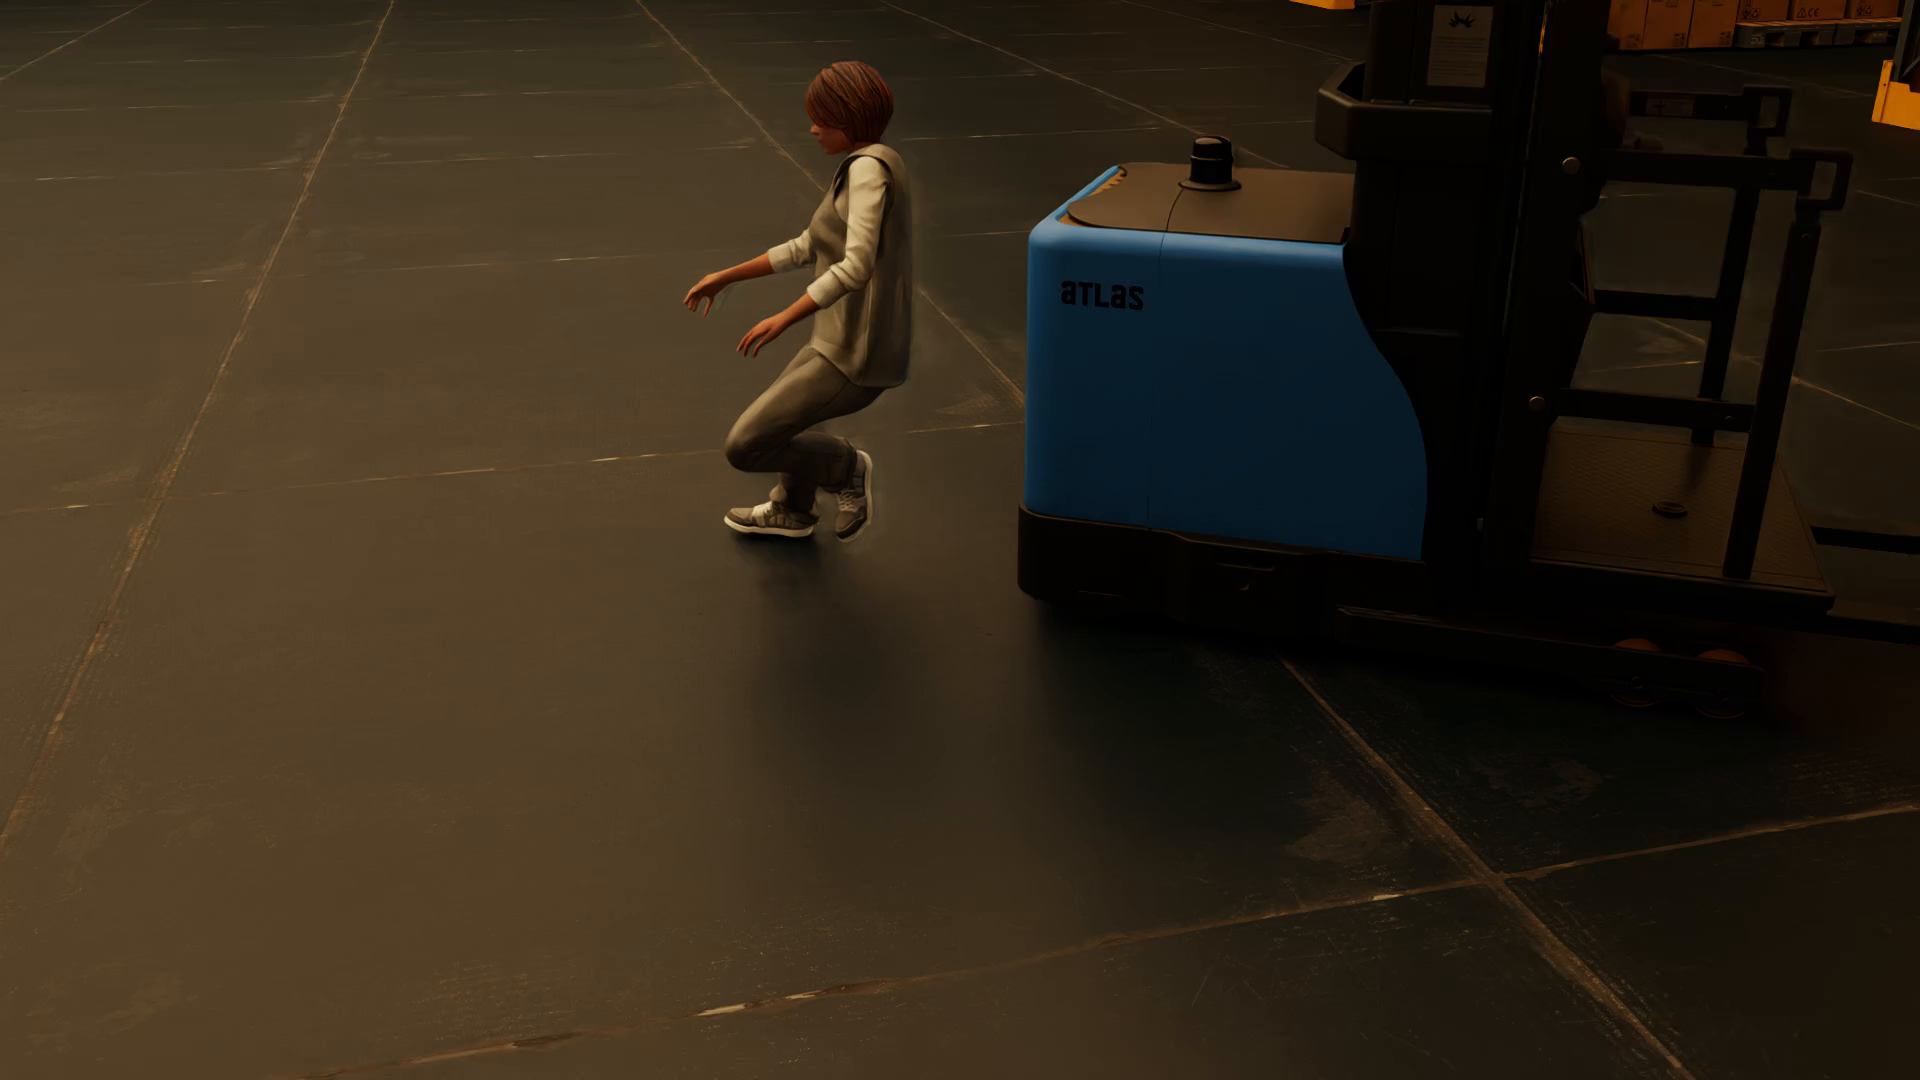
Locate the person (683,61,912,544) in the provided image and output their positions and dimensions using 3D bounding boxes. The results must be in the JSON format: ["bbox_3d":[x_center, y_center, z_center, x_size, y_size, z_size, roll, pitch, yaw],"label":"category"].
[{"bbox_3d":[-0.450,-0.564,4.537,0.655,1.424,0.687,0,23,1],"label":"person"}]

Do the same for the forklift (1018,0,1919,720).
[{"bbox_3d":[1.734,-1.147,4.005,3.031,2.935,1.130,7,24,16],"label":"forklift"}]
